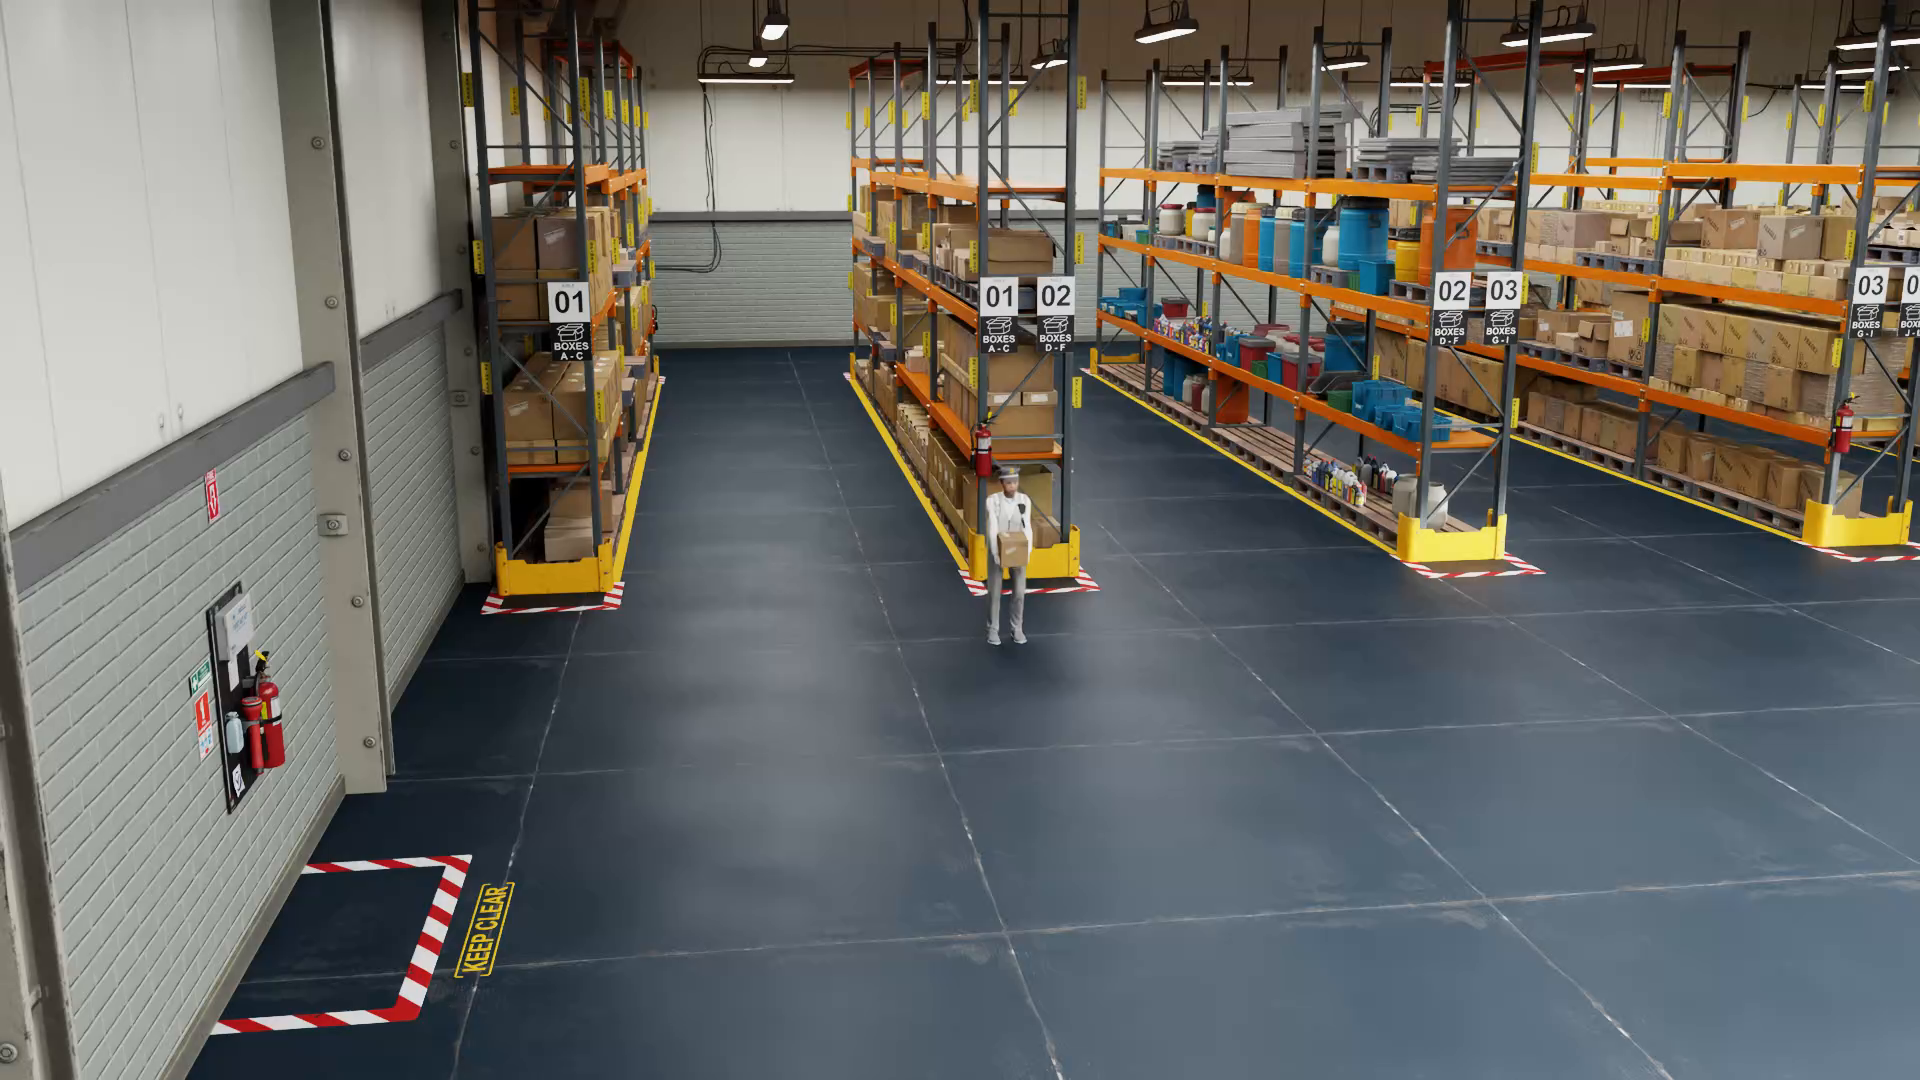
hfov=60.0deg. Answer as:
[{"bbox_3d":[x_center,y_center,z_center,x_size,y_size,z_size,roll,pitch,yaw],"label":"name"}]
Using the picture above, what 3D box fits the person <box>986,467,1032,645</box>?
[{"bbox_3d":[0.456,0.144,15.354,0.417,1.682,0.528,-2,13,-9],"label":"person"}]
